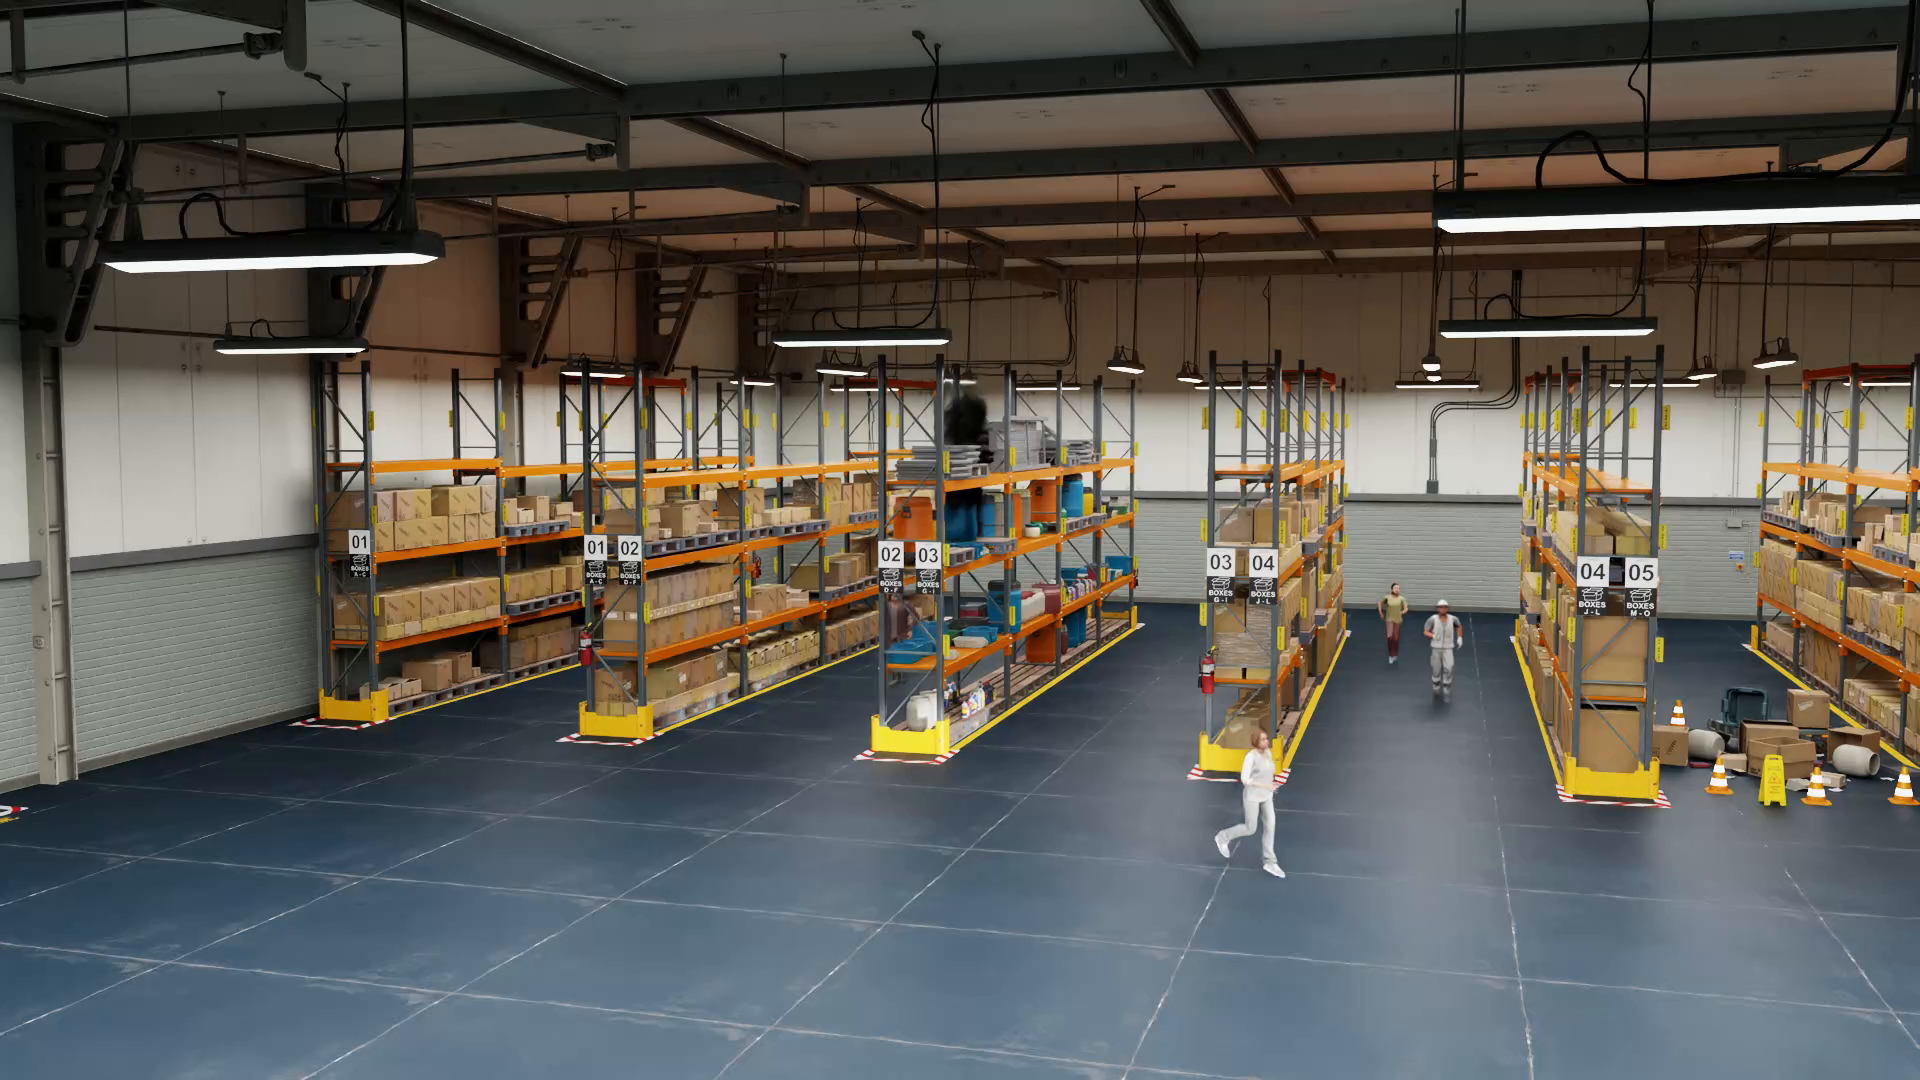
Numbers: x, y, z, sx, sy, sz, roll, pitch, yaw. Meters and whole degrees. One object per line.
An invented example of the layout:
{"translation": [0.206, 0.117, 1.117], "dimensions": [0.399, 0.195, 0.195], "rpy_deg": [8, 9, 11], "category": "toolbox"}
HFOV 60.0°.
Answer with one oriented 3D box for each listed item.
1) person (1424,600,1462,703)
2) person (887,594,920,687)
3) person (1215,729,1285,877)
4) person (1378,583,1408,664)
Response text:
{"translation": [8.656, 1.995, 29.816], "dimensions": [0.680, 1.864, 0.770], "rpy_deg": [1, 4, 12], "category": "person"}
{"translation": [-1.116, 1.730, 29.655], "dimensions": [0.746, 1.749, 0.600], "rpy_deg": [1, 4, 18], "category": "person"}
{"translation": [3.274, 2.890, 18.530], "dimensions": [0.550, 1.598, 0.860], "rpy_deg": [-3, 5, -40], "category": "person"}
{"translation": [8.992, 1.724, 34.491], "dimensions": [0.580, 1.684, 0.695], "rpy_deg": [1, 4, 8], "category": "person"}
